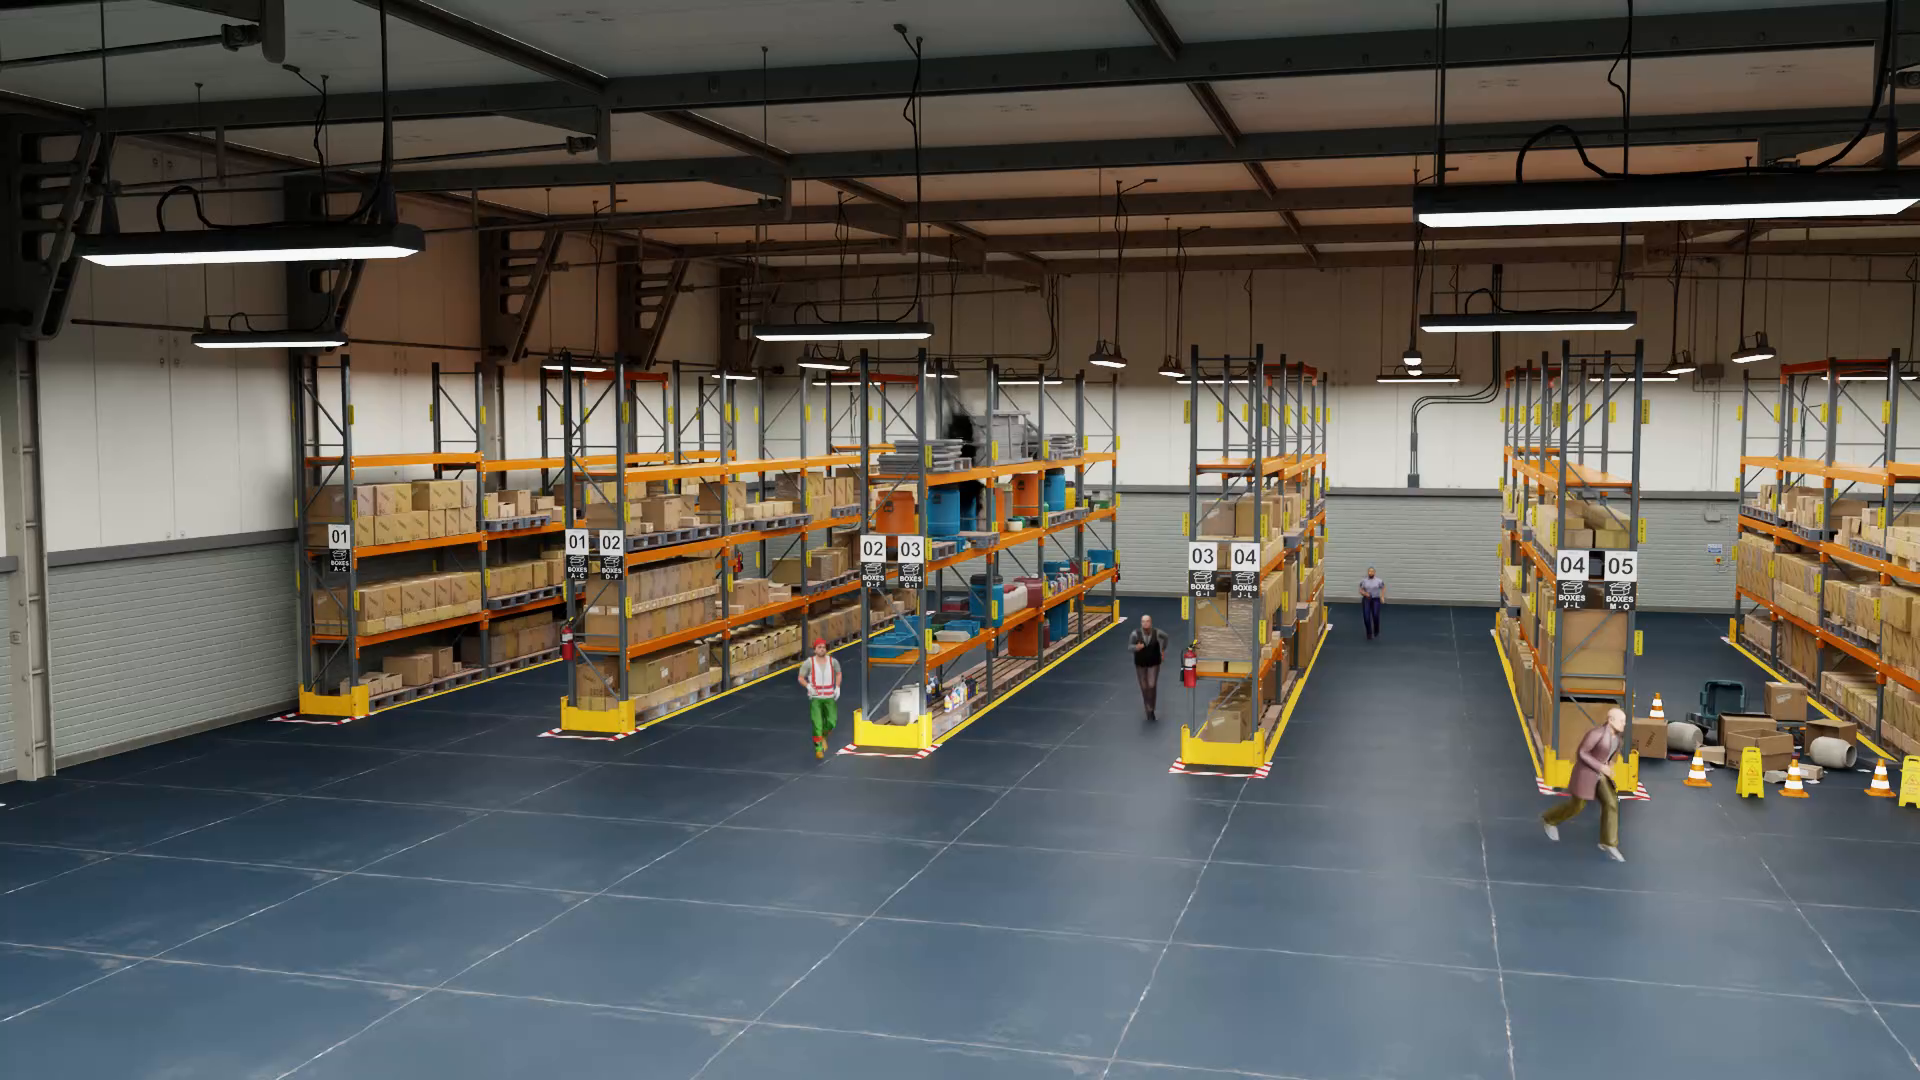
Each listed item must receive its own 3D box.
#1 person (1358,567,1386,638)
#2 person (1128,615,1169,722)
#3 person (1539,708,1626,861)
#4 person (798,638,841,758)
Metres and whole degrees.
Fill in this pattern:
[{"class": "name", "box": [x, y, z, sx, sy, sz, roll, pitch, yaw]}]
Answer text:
[{"class": "person", "box": [9.204, 1.408, 37.176, 0.593, 1.609, 0.577, 1, 4, 17]}, {"class": "person", "box": [3.089, 2.110, 27.363, 0.628, 1.776, 0.828, 1, 4, 16]}, {"class": "person", "box": [7.166, 2.742, 19.087, 0.751, 1.739, 1.098, -4, 6, -40]}, {"class": "person", "box": [-2.018, 2.307, 24.278, 0.666, 1.754, 0.581, -1, 4, -17]}]
